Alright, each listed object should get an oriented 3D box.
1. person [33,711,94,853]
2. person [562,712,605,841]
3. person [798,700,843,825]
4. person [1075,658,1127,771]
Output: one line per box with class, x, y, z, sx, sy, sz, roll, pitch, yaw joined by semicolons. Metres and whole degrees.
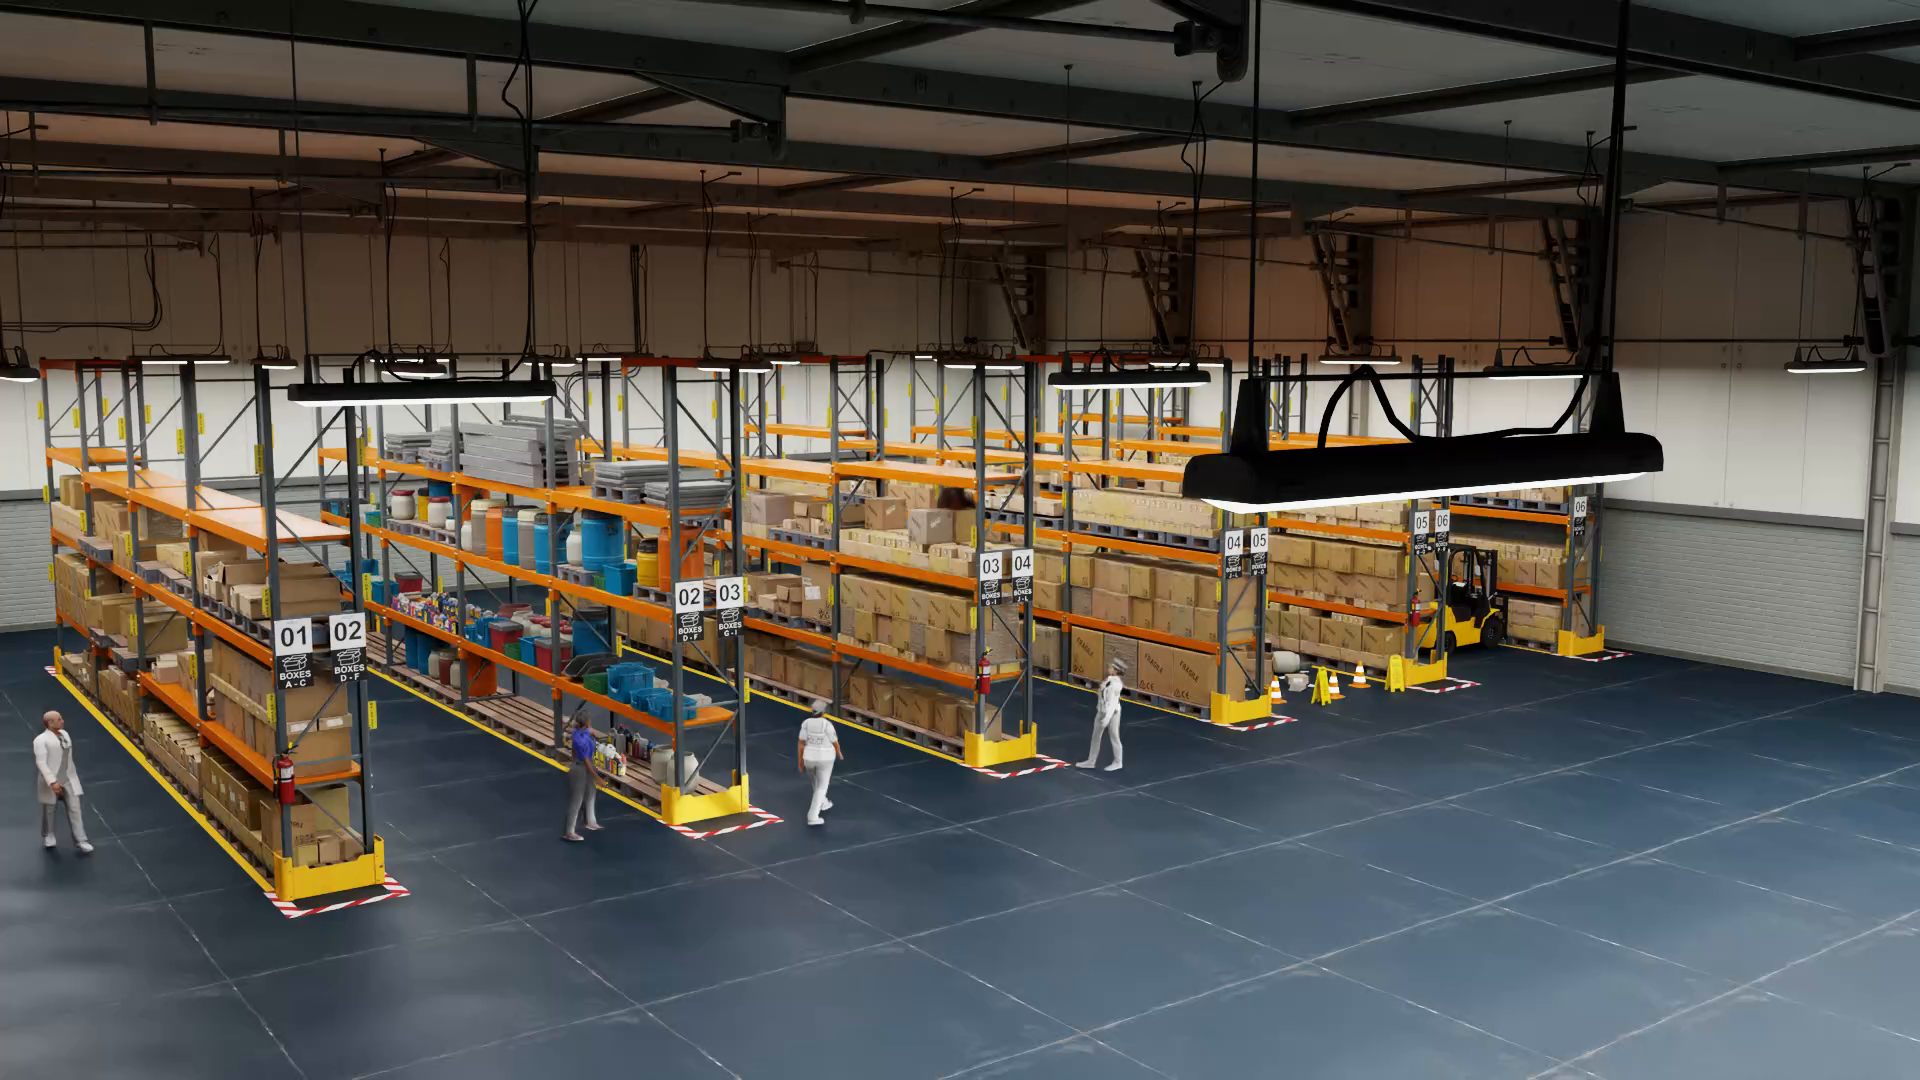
person;-11.141;2.978;20.564;0.520;1.719;1.091;-7;10;-44
person;-4.814;3.002;21.269;0.553;1.660;0.613;-1;7;-10
person;-1.830;2.892;21.994;0.521;1.594;0.994;3;7;24
person;2.109;2.569;24.497;0.678;1.684;0.528;-4;8;-30
